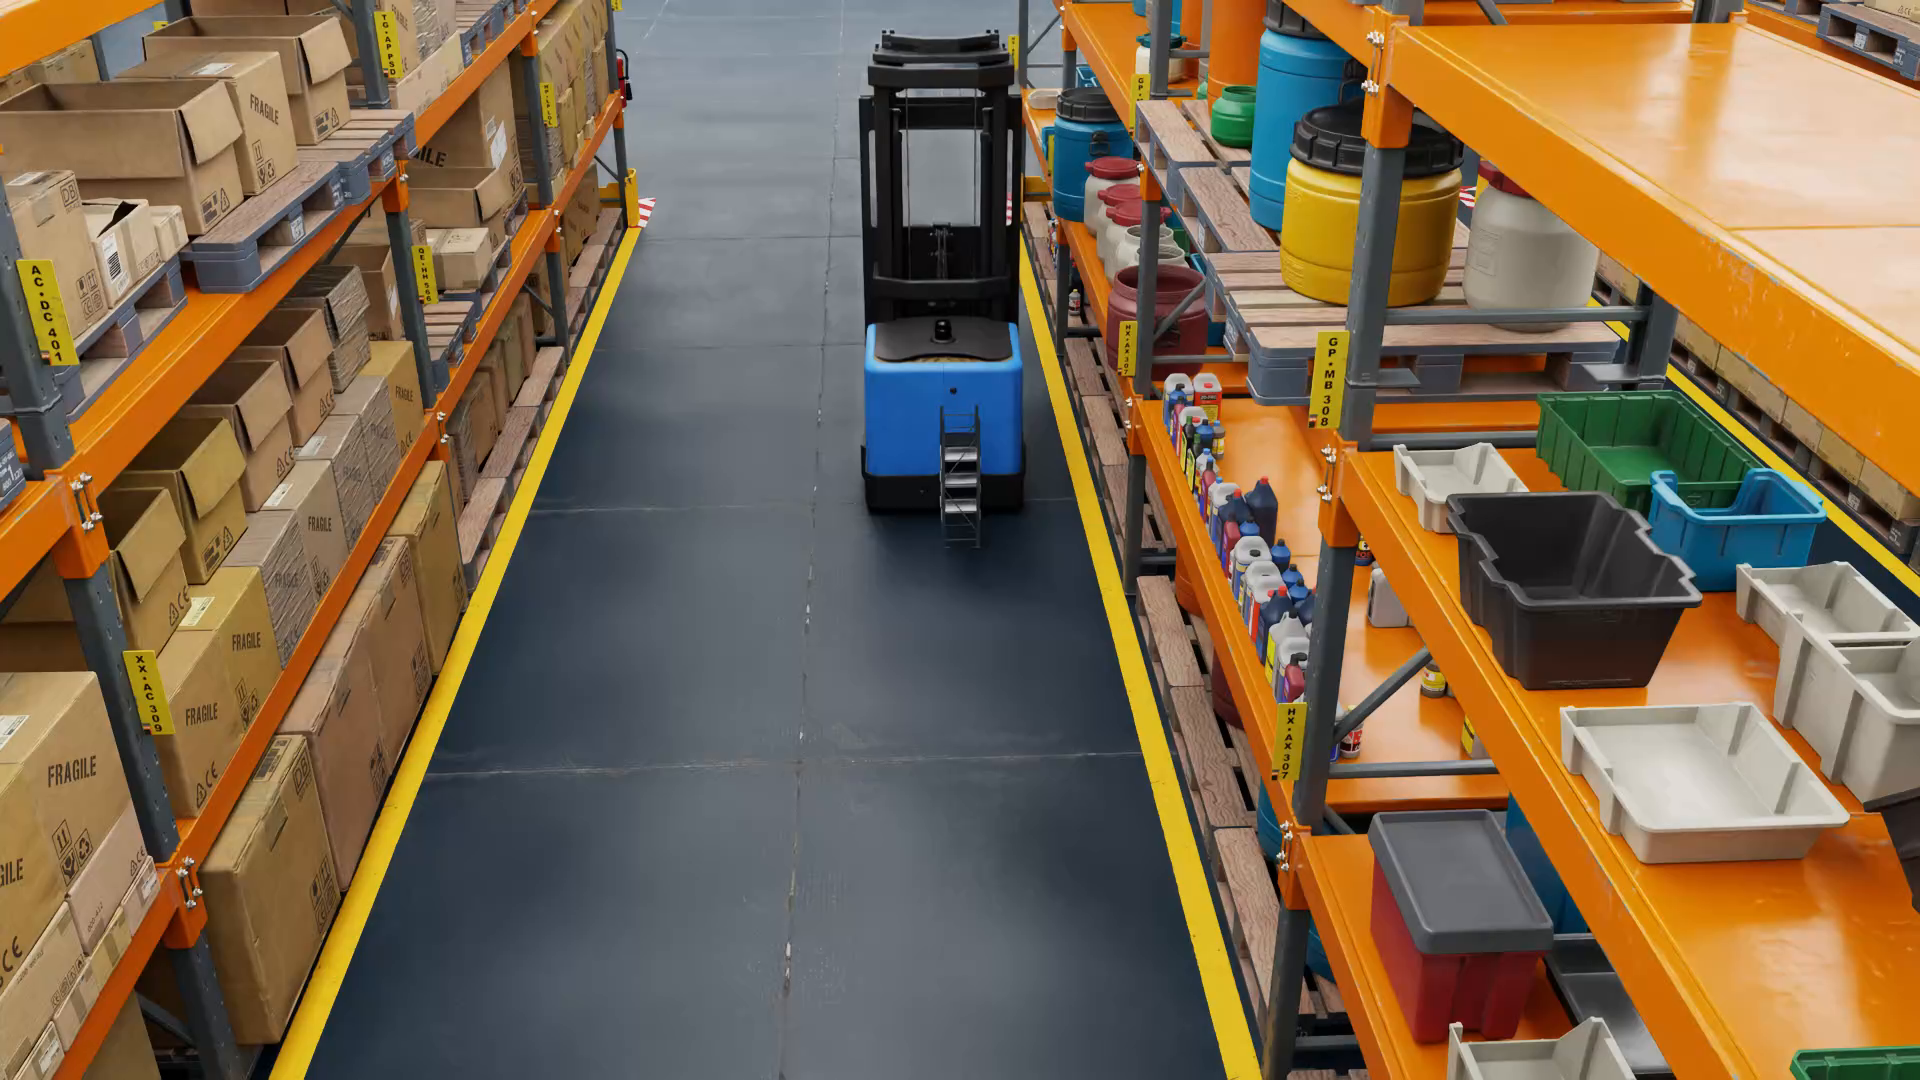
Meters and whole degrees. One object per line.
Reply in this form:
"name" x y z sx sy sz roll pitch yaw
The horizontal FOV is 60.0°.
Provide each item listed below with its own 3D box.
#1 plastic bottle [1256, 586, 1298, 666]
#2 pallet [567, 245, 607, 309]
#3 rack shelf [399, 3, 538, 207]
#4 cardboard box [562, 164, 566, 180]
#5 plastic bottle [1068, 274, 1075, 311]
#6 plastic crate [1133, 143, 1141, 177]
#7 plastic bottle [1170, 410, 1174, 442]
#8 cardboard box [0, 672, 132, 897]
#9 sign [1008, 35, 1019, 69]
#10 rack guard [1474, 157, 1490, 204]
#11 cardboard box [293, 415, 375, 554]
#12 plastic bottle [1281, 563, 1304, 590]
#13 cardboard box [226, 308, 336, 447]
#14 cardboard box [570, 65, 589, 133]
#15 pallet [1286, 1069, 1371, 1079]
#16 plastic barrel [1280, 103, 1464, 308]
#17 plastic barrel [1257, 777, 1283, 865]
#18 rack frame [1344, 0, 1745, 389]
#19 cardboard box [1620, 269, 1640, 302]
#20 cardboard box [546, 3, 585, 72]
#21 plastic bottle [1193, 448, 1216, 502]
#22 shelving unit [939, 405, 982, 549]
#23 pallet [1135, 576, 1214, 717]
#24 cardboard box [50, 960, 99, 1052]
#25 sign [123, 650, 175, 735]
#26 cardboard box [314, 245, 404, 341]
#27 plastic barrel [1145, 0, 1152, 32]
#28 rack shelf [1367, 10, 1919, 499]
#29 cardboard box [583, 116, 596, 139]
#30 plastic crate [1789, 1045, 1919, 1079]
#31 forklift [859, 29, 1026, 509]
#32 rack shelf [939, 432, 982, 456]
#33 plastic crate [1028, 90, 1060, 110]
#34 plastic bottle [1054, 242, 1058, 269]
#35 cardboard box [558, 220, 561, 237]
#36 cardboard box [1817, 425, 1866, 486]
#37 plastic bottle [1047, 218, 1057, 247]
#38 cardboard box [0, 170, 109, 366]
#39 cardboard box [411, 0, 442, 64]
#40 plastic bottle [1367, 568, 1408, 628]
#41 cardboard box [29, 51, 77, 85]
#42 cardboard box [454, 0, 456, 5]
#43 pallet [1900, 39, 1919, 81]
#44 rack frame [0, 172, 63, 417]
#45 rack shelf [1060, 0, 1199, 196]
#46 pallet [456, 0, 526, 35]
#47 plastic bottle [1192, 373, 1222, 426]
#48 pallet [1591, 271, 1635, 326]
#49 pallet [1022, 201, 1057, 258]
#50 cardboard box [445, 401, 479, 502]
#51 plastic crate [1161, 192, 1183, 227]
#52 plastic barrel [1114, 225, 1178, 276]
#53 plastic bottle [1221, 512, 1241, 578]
"plastic bottle" 1.321 0.341 6.906 0.144 0.351 0.185 -1 28 -3
"pallet" -3.796 -2.392 15.107 1.003 0.211 1.213 -1 28 -3
"rack shelf" -3.555 -2.841 10.488 1.077 0.370 4.000 -1 28 -3
"cardboard box" -3.411 -2.980 13.491 0.380 0.149 0.250 -1 28 -3
"plastic bottle" 0.933 -2.078 13.953 0.061 0.283 0.133 0 28 0
"plastic crate" 1.387 -3.091 13.499 0.767 0.338 0.504 -1 28 -3
"plastic bottle" 1.180 -0.631 8.932 0.097 0.201 0.097 0 28 0
"cardboard box" -2.950 0.749 5.101 0.500 0.500 0.500 -1 28 -1
"sign" 0.529 -4.832 16.472 0.100 0.325 0.005 -1 28 -3
"rack guard" 6.024 -3.741 17.383 1.175 0.500 0.348 -1 28 -3
"cardboard box" -3.126 -0.259 7.895 0.500 0.500 0.500 -2 28 -4
"plastic bottle" 1.433 0.229 7.207 0.097 0.271 0.097 0 28 0
"cardboard box" -3.397 -0.757 7.764 0.797 0.503 0.637 -1 28 -1
"cardboard box" -3.723 -3.832 14.423 0.875 0.500 0.500 -1 28 -3
"pallet" 1.782 2.396 5.928 1.003 0.211 1.213 -1 28 -3
"plastic barrel" 1.455 -1.195 5.897 0.600 0.588 0.600 0 28 0
"plastic barrel" 1.657 0.987 7.430 0.600 0.901 0.708 -1 28 -3
"rack frame" 1.705 -1.839 4.545 1.000 3.000 0.127 -1 28 -3
"cardboard box" 5.992 -2.167 14.181 0.500 0.250 0.500 -1 28 -3
"cardboard box" -3.519 -4.280 14.201 0.500 0.500 0.500 -1 28 -3
"plastic bottle" 1.218 -0.325 8.270 0.097 0.271 0.097 0 28 0
"shelving unit" 0.000 -0.395 10.535 0.258 0.900 0.210 -1 28 -3
"pallet" 1.579 0.573 9.423 1.003 0.211 1.213 -1 28 -3
"cardboard box" -2.871 1.422 5.051 0.380 0.149 0.250 -2 28 -4
"sign" -2.687 0.508 5.511 0.100 0.325 0.005 -1 28 -3
"cardboard box" -3.518 -1.386 9.601 0.500 0.500 0.500 -5 28 -9
"plastic barrel" 1.565 -3.894 11.187 0.600 0.901 0.600 0 28 0
"rack shelf" 1.809 -0.419 3.033 1.077 0.370 4.000 -1 28 -3
"cardboard box" -3.464 -3.673 14.820 0.380 0.149 0.250 -1 28 -3
"plastic crate" 1.577 0.984 2.606 0.450 0.188 0.336 -1 28 -3
"forklift" -0.135 -2.147 11.697 1.130 2.935 3.031 -1 28 -1
"rack shelf" 0.000 -0.605 10.425 0.258 0.077 0.200 -1 28 -3
"plastic crate" 0.804 -4.183 15.811 0.298 0.136 0.250 -1 28 -3
"plastic bottle" 0.896 -2.563 14.895 0.097 0.271 0.097 0 28 0
"cardboard box" -3.788 -2.567 14.676 0.500 0.500 0.500 -4 28 -7
"cardboard box" 6.141 -0.586 11.149 0.500 0.250 0.500 -2 28 -3
"plastic bottle" 0.862 -2.861 15.467 0.097 0.271 0.097 0 28 0
"cardboard box" -3.282 -0.887 5.402 0.700 0.500 0.500 -1 28 -1
"cardboard box" -3.241 -2.960 9.290 0.500 0.500 0.500 -1 28 -2
"plastic bottle" 1.861 0.229 7.201 0.152 0.276 0.135 -1 28 -3
"cardboard box" -8.711 -4.171 15.341 0.875 0.550 0.550 -1 28 -3
"cardboard box" -3.683 -3.661 10.717 0.797 0.503 0.637 0 28 -1
"pallet" 6.318 -2.702 9.647 1.213 0.211 1.003 0 28 0
"rack frame" -3.241 -1.719 4.316 1.000 3.000 0.127 -1 28 -3
"rack shelf" 1.392 -2.961 10.718 1.077 0.370 4.000 -1 28 -3
"pallet" -3.733 -3.713 11.585 1.213 0.211 1.003 -1 28 -3
"plastic bottle" 1.348 -0.767 9.112 0.152 0.276 0.135 -1 28 -3
"pallet" 6.234 -2.123 14.593 1.003 0.211 1.213 -1 28 -3
"pallet" 1.166 -3.075 16.418 1.003 0.211 1.213 -1 28 -3
"cardboard box" -3.547 -0.558 10.804 0.700 0.500 0.500 -4 28 -7
"plastic crate" 1.655 -2.364 12.057 0.392 0.384 0.575 -1 28 -3
"plastic barrel" 1.207 -1.740 10.722 0.421 0.512 0.421 0 28 0
"plastic bottle" 1.239 0.022 7.590 0.061 0.283 0.133 -1 28 -3
